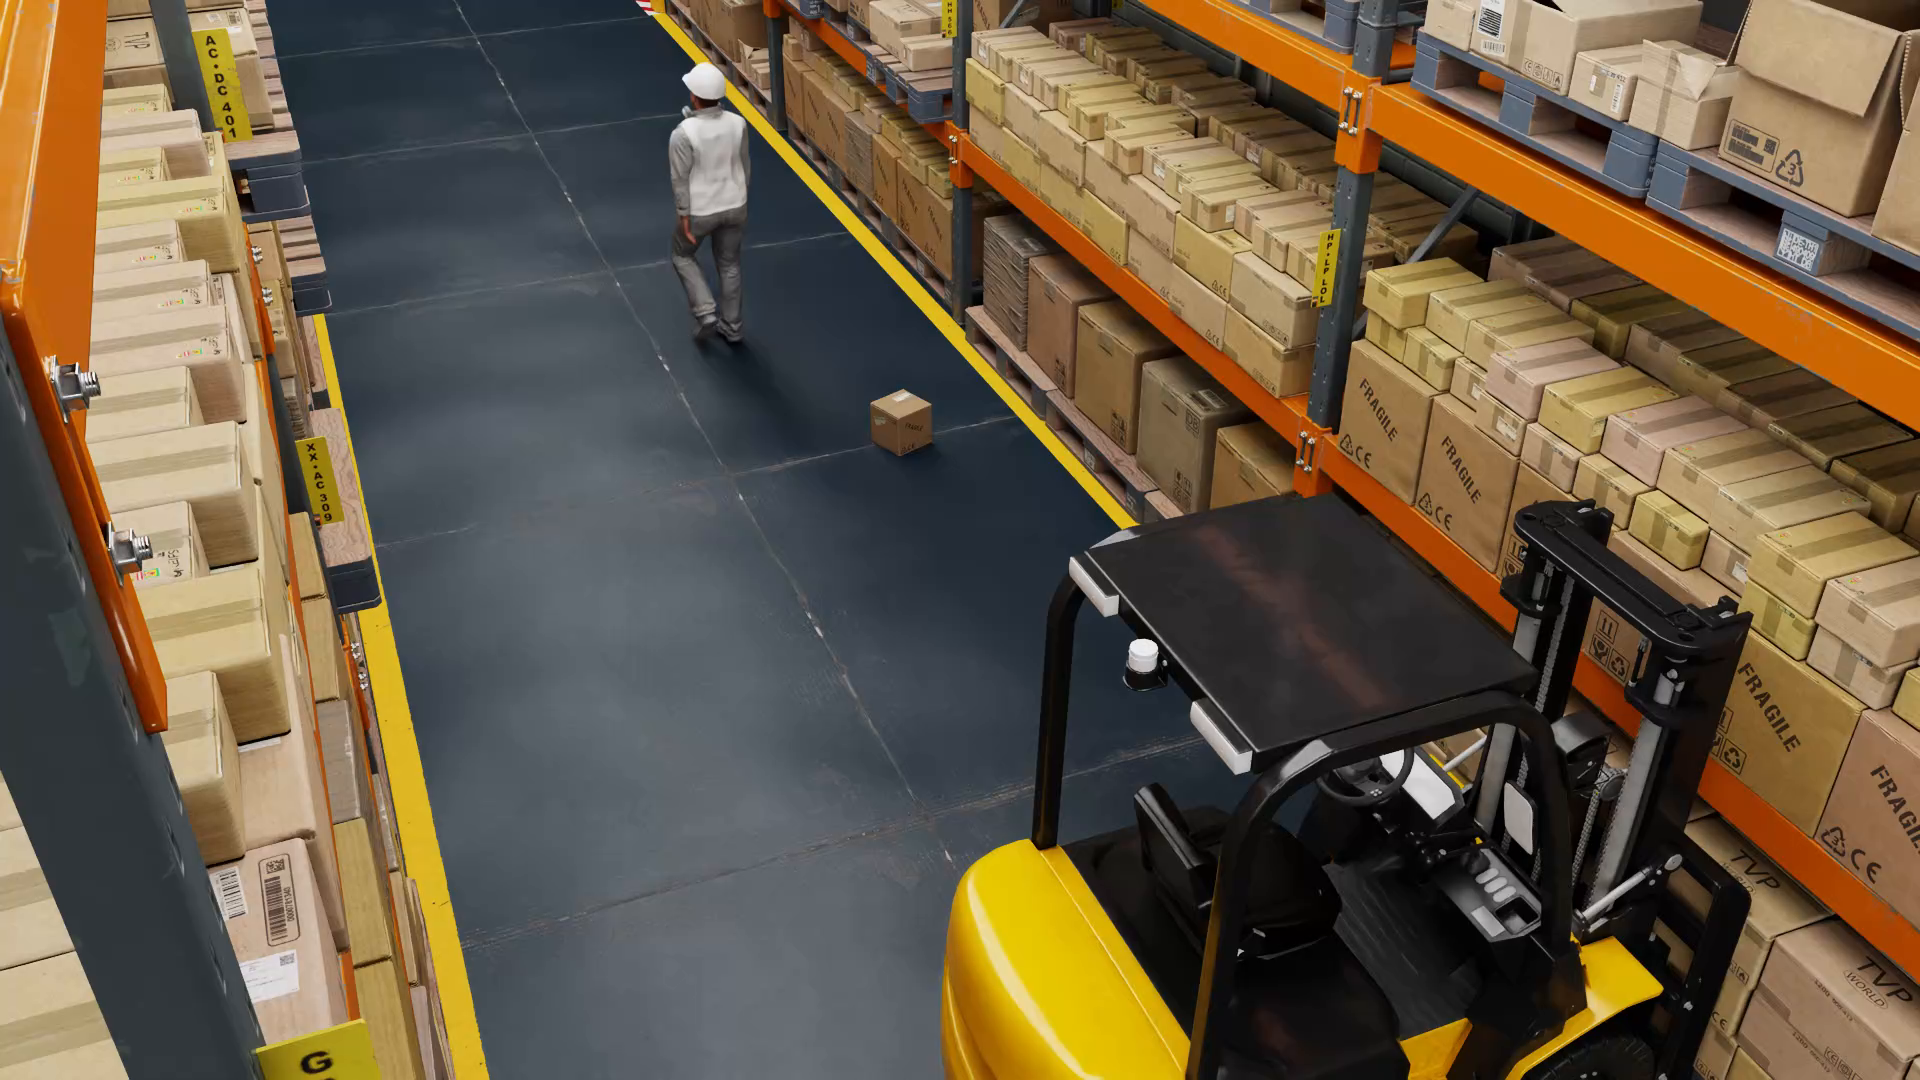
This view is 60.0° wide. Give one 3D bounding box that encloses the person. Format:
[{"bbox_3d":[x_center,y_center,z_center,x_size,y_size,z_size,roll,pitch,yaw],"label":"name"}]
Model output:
[{"bbox_3d":[-1.550,-2.068,10.243,0.546,1.789,0.460,-18,37,-25],"label":"person"}]
